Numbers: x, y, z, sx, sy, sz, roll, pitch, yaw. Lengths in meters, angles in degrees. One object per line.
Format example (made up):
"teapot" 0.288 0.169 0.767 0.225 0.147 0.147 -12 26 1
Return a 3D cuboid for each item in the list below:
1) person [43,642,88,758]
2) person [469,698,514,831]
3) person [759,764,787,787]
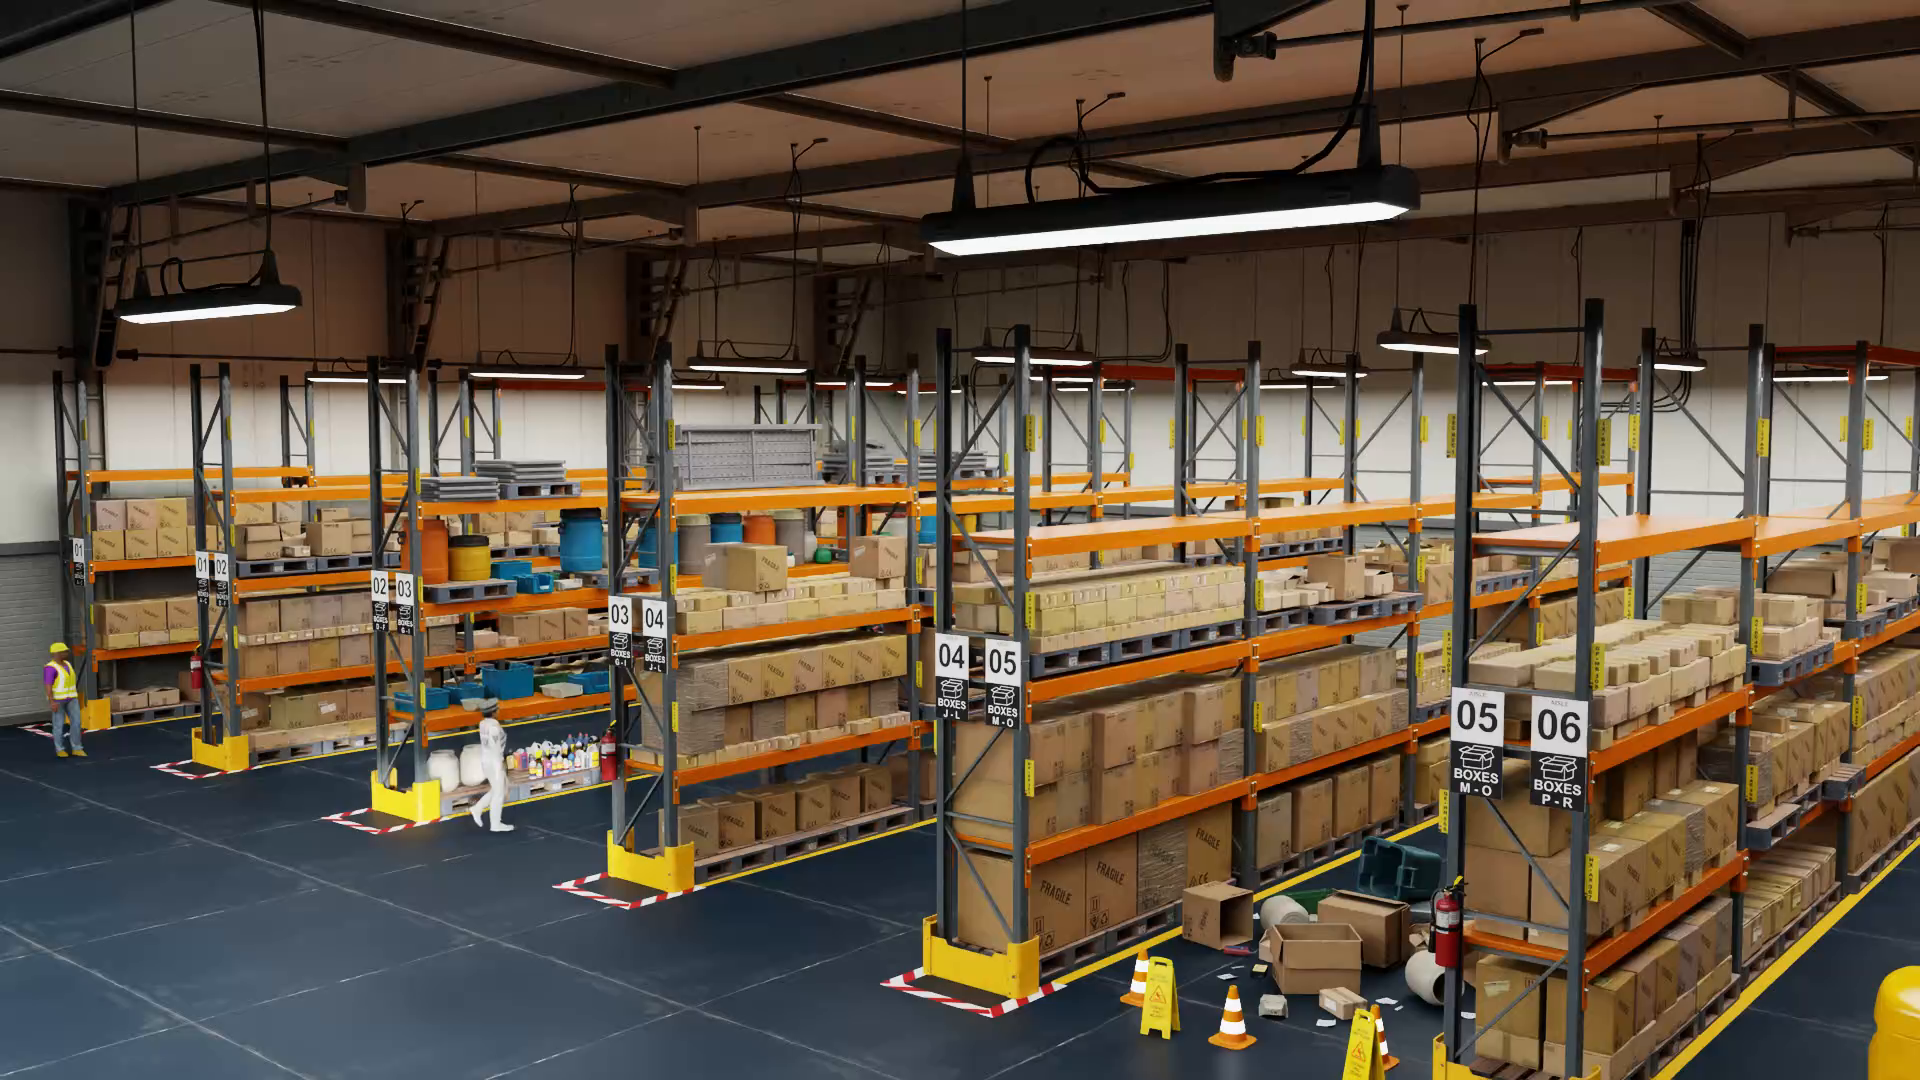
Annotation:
"person" -13.743 2.471 25.494 0.543 1.802 0.581 3 5 33
"person" -5.867 2.811 20.815 0.521 1.681 0.486 -1 4 -15
"person" -2.503 2.748 22.233 0.347 1.692 0.582 3 5 40
